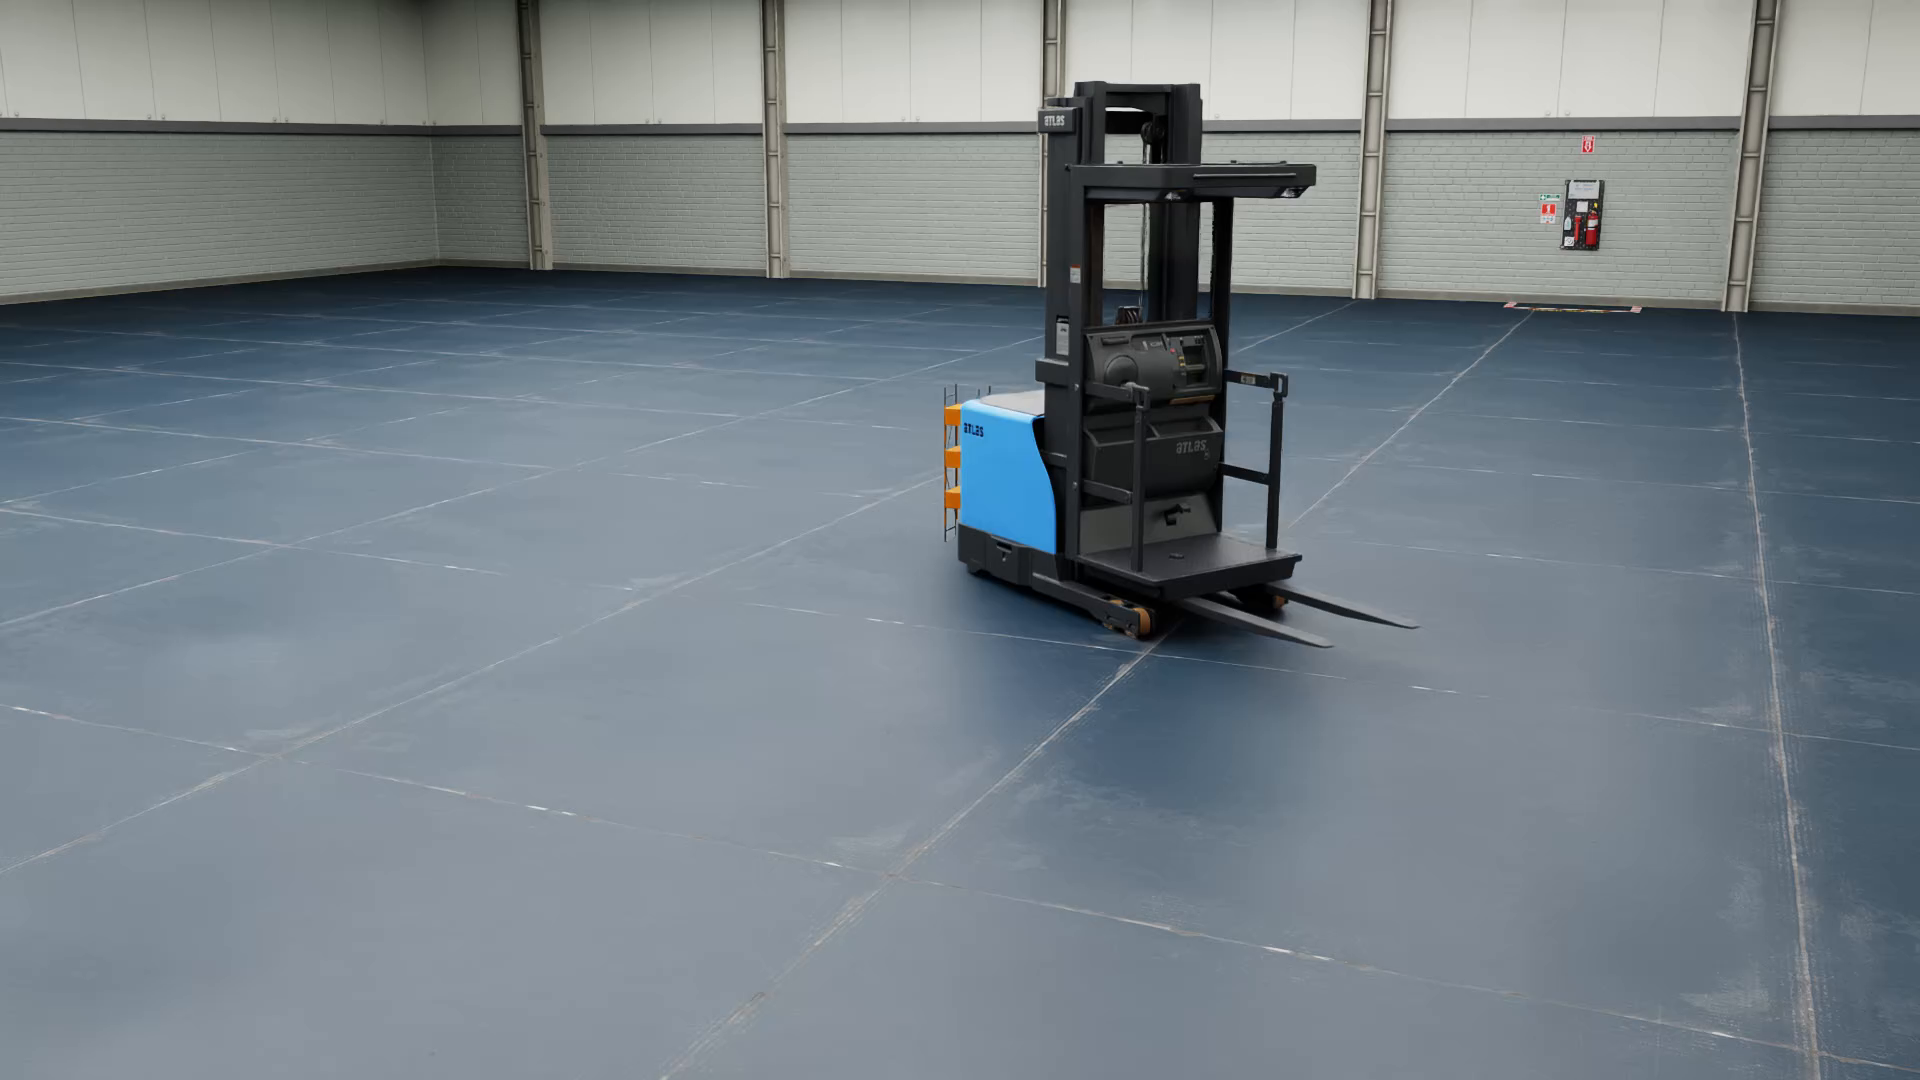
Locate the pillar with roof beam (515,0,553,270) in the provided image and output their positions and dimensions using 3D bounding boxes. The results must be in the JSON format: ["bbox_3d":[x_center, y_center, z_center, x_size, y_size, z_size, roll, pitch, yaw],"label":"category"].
[{"bbox_3d":[-10.983,-9.464,31.887,0.400,9.000,9.100,6,14,23],"label":"pillar with roof beam"}]

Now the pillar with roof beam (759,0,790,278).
[{"bbox_3d":[-5.497,-8.908,29.521,0.400,9.000,9.100,6,14,23],"label":"pillar with roof beam"}]

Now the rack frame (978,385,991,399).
[{"bbox_3d":[0.160,-0.495,11.066,0.008,1.050,0.200,6,14,23],"label":"rack frame"}]

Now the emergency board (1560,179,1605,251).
[{"bbox_3d":[10.460,-5.458,27.949,0.643,1.169,0.194,6,14,23],"label":"emergency board"}]

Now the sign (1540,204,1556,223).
[{"bbox_3d":[9.996,-5.548,28.255,0.234,0.329,0.001,6,14,23],"label":"sign"}]

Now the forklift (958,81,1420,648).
[{"bbox_3d":[1.218,-1.021,9.189,1.130,2.935,3.031,-9,16,-32],"label":"forklift"}]

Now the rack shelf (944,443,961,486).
[{"bbox_3d":[0.049,-0.496,11.116,0.240,0.259,0.215,6,14,23],"label":"rack shelf"}]

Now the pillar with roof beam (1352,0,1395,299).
[{"bbox_3d":[5.475,-7.798,24.789,0.400,9.000,9.100,6,14,23],"label":"pillar with roof beam"}]

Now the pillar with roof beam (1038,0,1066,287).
[{"bbox_3d":[-0.011,-8.353,27.155,0.400,9.000,9.100,6,14,23],"label":"pillar with roof beam"}]

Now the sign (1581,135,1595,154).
[{"bbox_3d":[10.493,-6.608,27.776,0.199,0.298,0.001,6,14,23],"label":"sign"}]

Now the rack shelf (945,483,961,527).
[{"bbox_3d":[0.049,-0.225,11.180,0.240,0.259,0.215,6,14,23],"label":"rack shelf"}]

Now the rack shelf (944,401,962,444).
[{"bbox_3d":[0.049,-0.772,11.051,0.240,0.259,0.215,6,14,23],"label":"rack shelf"}]

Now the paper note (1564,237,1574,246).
[{"bbox_3d":[10.326,-5.060,28.181,0.142,0.148,0.016,6,14,23],"label":"paper note"}]

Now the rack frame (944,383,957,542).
[{"bbox_3d":[-0.063,-0.517,11.162,0.008,1.050,0.200,6,14,23],"label":"rack frame"}]

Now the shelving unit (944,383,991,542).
[{"bbox_3d":[0.049,-0.506,11.114,0.252,1.050,0.215,6,14,23],"label":"shelving unit"}]

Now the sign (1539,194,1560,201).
[{"bbox_3d":[9.997,-5.804,28.184,0.331,0.109,0.001,6,14,23],"label":"sign"}]

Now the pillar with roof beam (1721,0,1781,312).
[{"bbox_3d":[10.960,-7.243,22.423,0.400,9.000,9.100,6,14,23],"label":"pillar with roof beam"}]
